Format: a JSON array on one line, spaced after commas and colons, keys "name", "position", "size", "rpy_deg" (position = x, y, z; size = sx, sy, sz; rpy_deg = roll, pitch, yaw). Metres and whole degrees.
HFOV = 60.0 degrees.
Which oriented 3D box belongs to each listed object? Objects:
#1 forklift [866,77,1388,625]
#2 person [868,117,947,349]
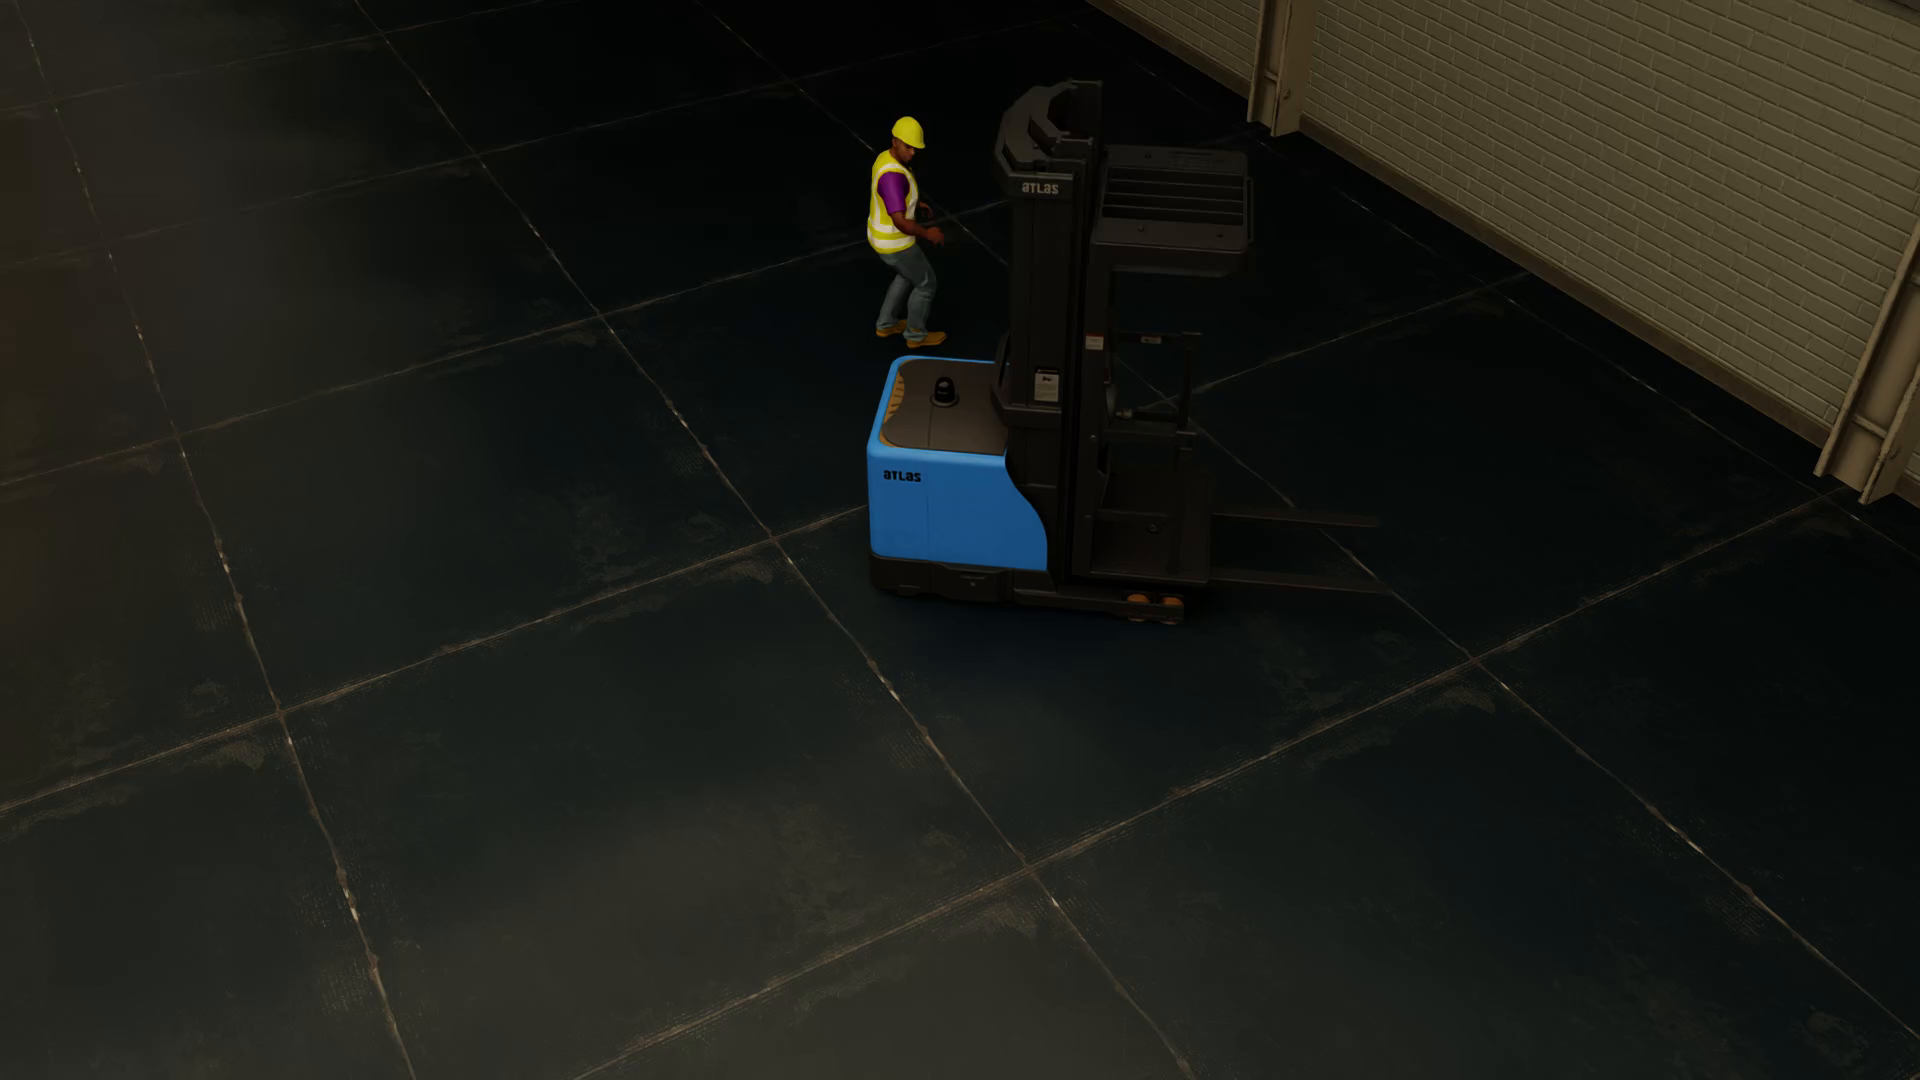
[{"name": "forklift", "position": [1.018, -0.994, 9.235], "size": [3.031, 2.935, 1.130], "rpy_deg": [5, 40, 6]}, {"name": "person", "position": [-0.369, -2.130, 11.586], "size": [0.550, 1.709, 0.818], "rpy_deg": [-10, 41, -12]}]
